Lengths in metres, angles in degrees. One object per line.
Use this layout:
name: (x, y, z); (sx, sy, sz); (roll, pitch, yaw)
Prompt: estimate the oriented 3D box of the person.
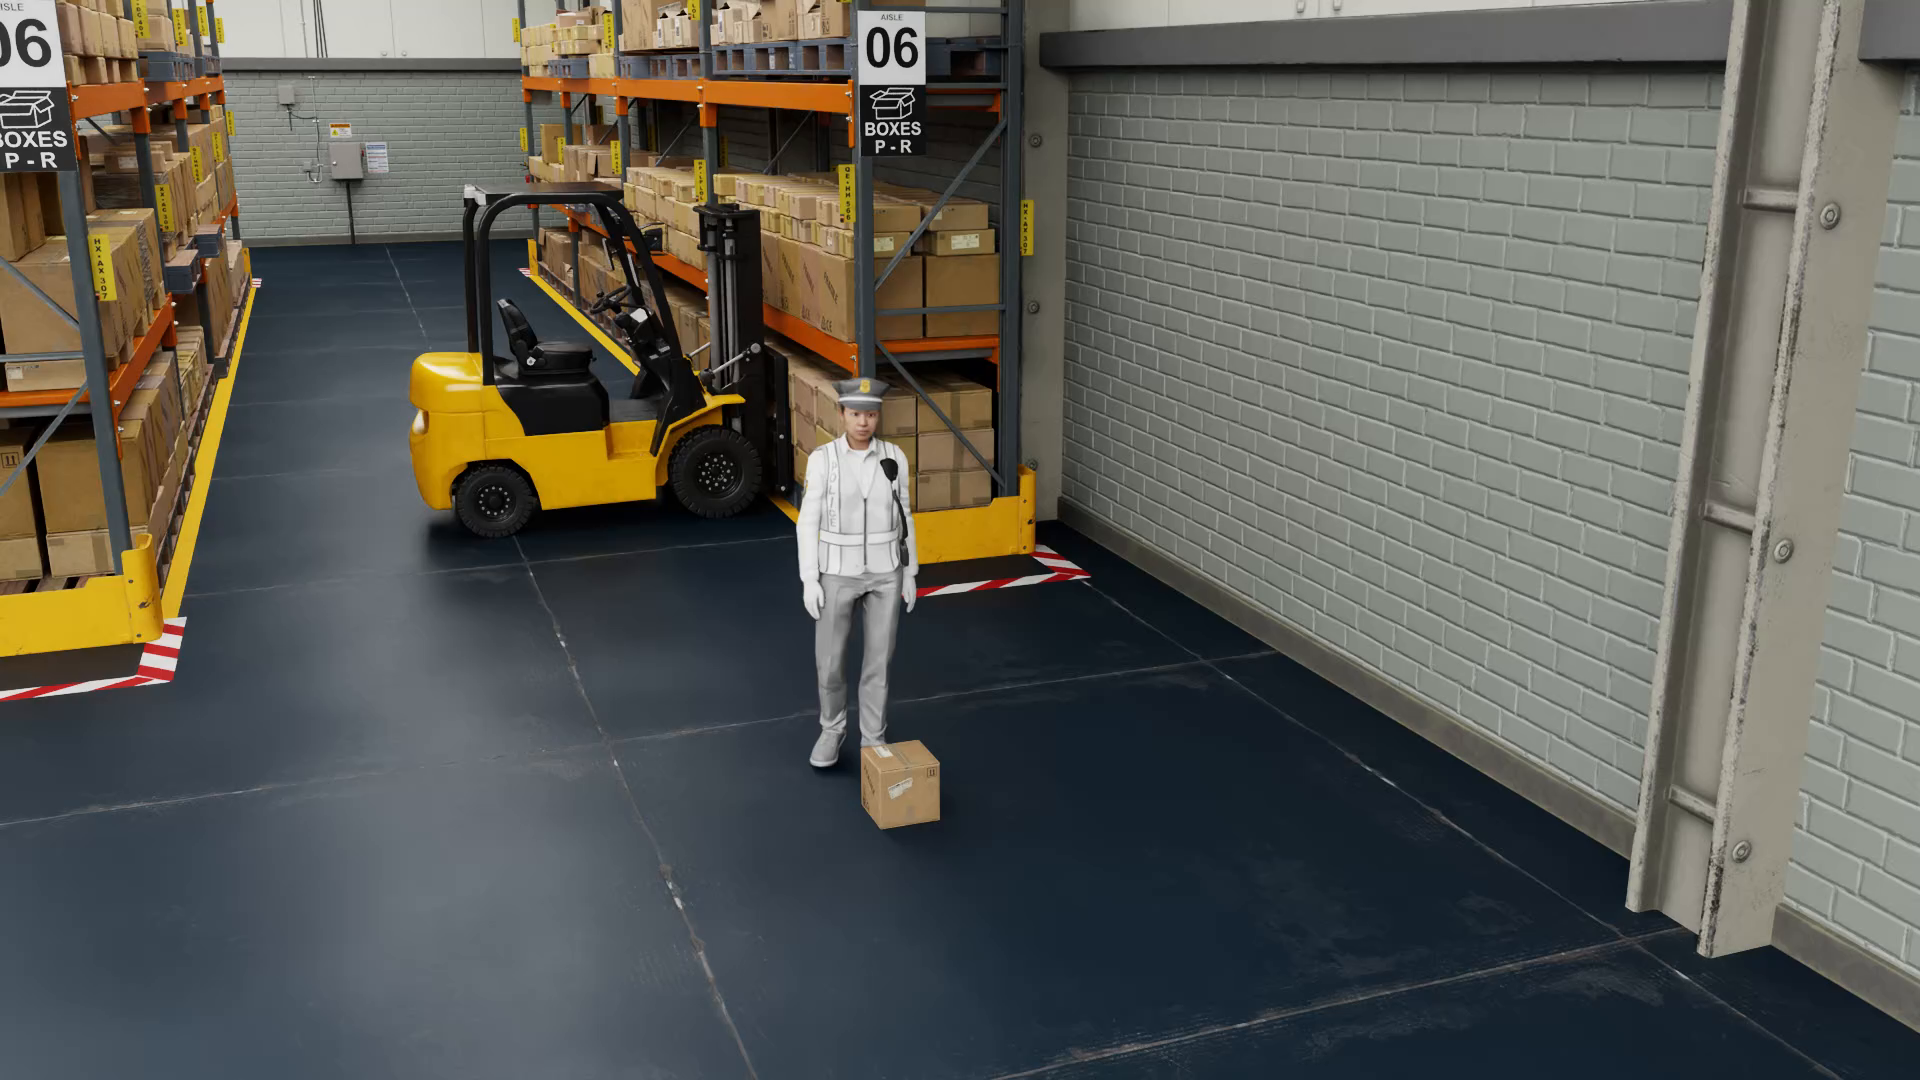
person: (-0.417, 0.143, 6.912); (0.514, 1.676, 0.421); (-4, 16, -14)
